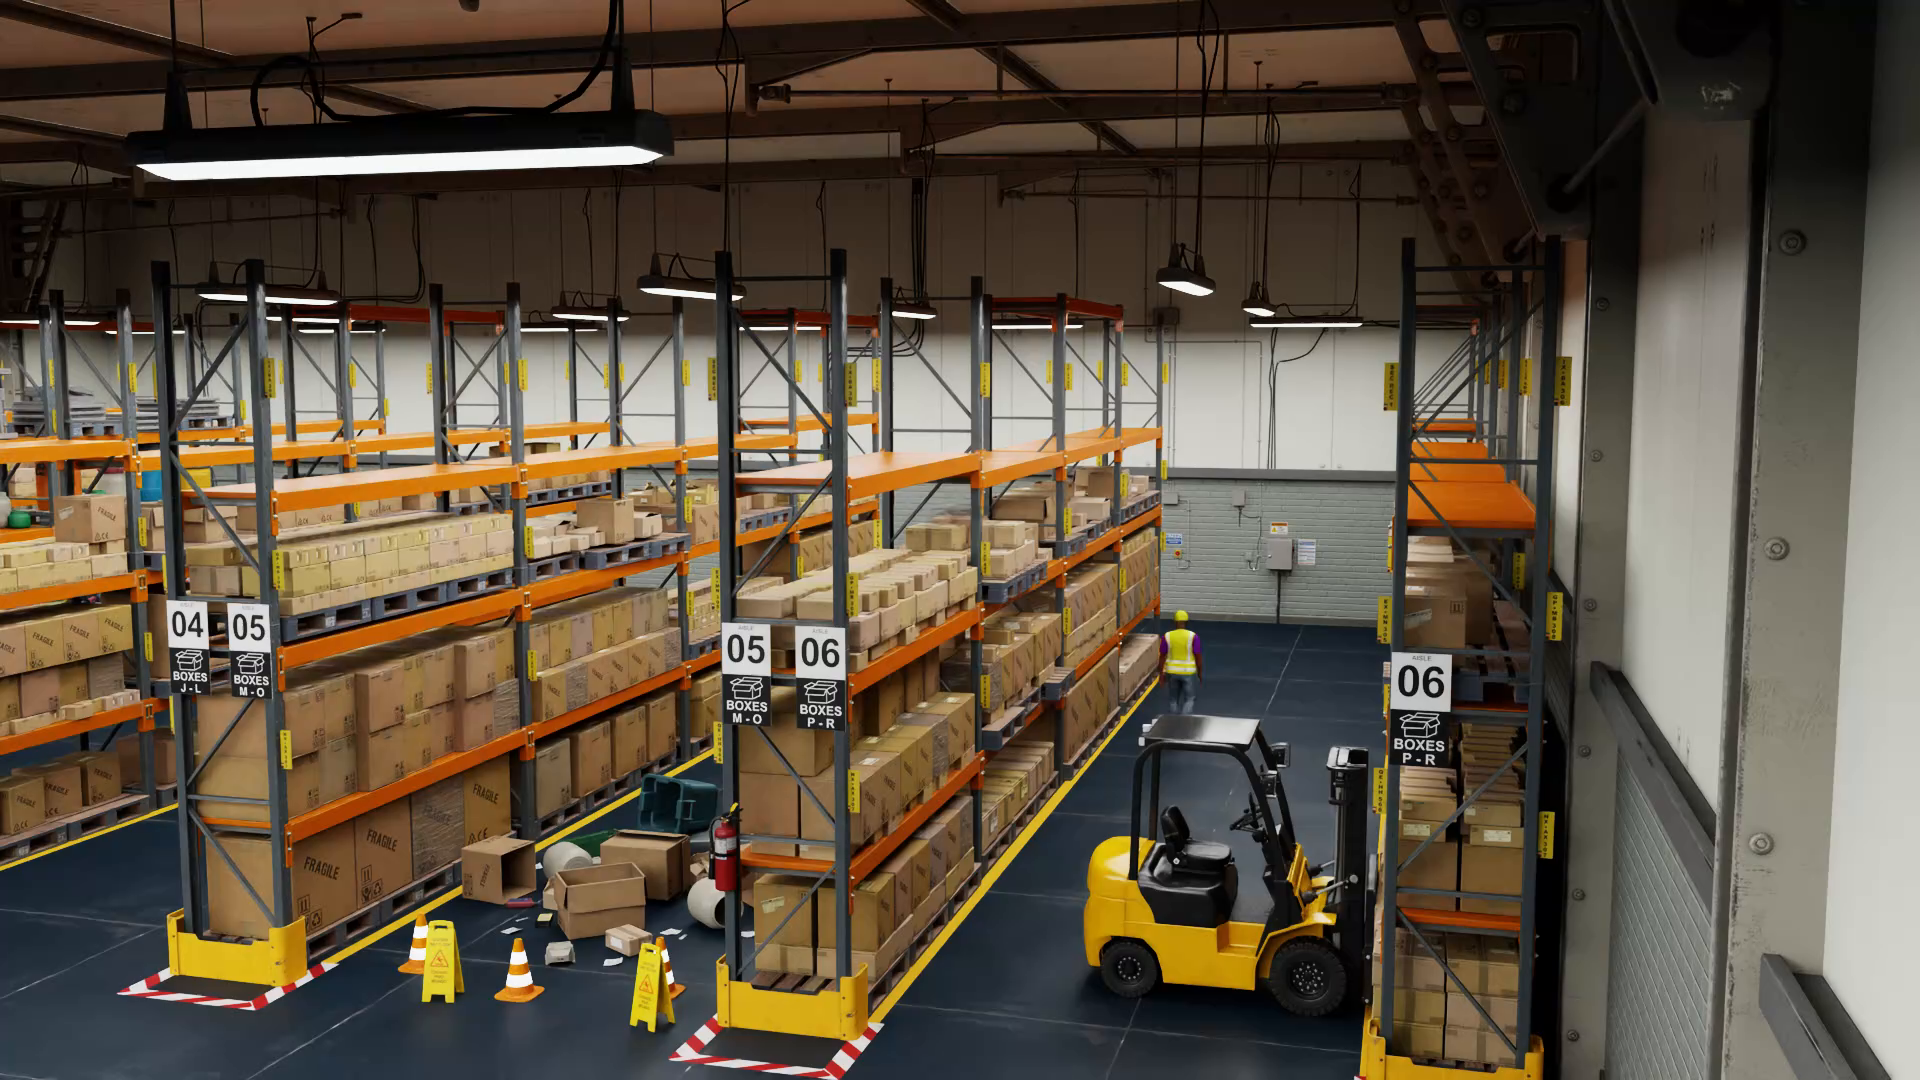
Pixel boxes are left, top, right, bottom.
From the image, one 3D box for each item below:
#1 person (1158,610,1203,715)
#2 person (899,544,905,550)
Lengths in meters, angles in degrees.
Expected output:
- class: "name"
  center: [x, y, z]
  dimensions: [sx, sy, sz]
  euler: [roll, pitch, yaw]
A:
- class: "person"
  center: [3.040, 1.861, 22.993]
  dimensions: [0.599, 1.764, 0.565]
  euler: [2, 6, 19]
- class: "person"
  center: [-1.011, 0.948, 31.472]
  dimensions: [0.866, 1.753, 0.564]
  euler: [-3, 7, -25]
